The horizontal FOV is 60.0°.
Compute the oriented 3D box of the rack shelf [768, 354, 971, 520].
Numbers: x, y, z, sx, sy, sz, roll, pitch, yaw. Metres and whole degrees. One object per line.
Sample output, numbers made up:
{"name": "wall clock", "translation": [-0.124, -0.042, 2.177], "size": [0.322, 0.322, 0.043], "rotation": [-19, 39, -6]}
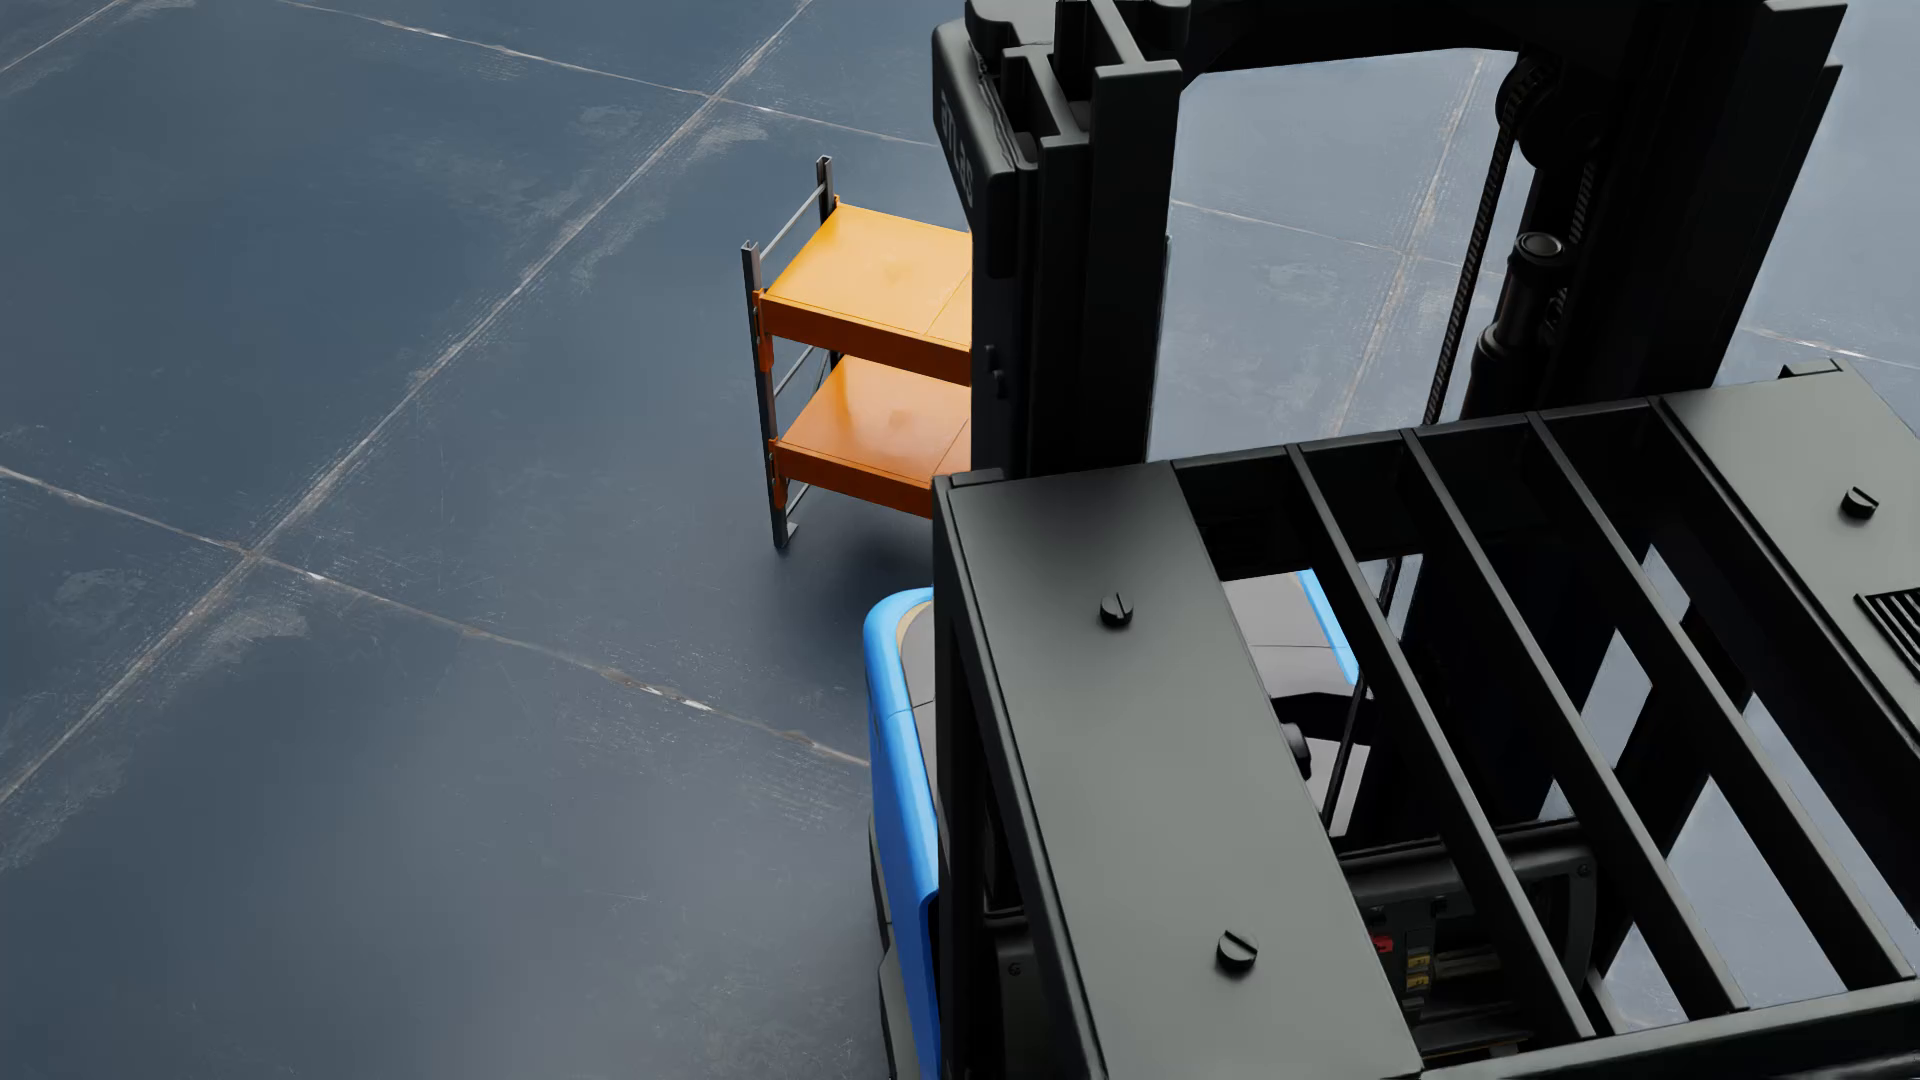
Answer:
{"name": "rack shelf", "translation": [-0.006, -0.227, 5.028], "size": [1.000, 0.278, 0.538], "rotation": [16, 47, 16]}

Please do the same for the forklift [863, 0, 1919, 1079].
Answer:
{"name": "forklift", "translation": [0.559, 0.798, 2.370], "size": [1.130, 2.935, 3.031], "rotation": [-8, 45, -8]}

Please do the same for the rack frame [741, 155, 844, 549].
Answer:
{"name": "rack frame", "translation": [-0.475, -0.539, 4.994], "size": [0.032, 1.125, 0.500], "rotation": [16, 47, 16]}

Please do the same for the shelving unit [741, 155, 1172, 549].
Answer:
{"name": "shelving unit", "translation": [-0.006, -0.401, 4.855], "size": [1.048, 1.125, 0.538], "rotation": [16, 47, 16]}

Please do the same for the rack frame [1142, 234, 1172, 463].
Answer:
{"name": "rack frame", "translation": [0.463, -0.263, 4.716], "size": [0.032, 1.125, 0.500], "rotation": [16, 47, 16]}

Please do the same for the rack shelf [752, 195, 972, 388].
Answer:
{"name": "rack shelf", "translation": [-0.006, -0.608, 4.649], "size": [1.000, 0.278, 0.538], "rotation": [16, 47, 16]}
